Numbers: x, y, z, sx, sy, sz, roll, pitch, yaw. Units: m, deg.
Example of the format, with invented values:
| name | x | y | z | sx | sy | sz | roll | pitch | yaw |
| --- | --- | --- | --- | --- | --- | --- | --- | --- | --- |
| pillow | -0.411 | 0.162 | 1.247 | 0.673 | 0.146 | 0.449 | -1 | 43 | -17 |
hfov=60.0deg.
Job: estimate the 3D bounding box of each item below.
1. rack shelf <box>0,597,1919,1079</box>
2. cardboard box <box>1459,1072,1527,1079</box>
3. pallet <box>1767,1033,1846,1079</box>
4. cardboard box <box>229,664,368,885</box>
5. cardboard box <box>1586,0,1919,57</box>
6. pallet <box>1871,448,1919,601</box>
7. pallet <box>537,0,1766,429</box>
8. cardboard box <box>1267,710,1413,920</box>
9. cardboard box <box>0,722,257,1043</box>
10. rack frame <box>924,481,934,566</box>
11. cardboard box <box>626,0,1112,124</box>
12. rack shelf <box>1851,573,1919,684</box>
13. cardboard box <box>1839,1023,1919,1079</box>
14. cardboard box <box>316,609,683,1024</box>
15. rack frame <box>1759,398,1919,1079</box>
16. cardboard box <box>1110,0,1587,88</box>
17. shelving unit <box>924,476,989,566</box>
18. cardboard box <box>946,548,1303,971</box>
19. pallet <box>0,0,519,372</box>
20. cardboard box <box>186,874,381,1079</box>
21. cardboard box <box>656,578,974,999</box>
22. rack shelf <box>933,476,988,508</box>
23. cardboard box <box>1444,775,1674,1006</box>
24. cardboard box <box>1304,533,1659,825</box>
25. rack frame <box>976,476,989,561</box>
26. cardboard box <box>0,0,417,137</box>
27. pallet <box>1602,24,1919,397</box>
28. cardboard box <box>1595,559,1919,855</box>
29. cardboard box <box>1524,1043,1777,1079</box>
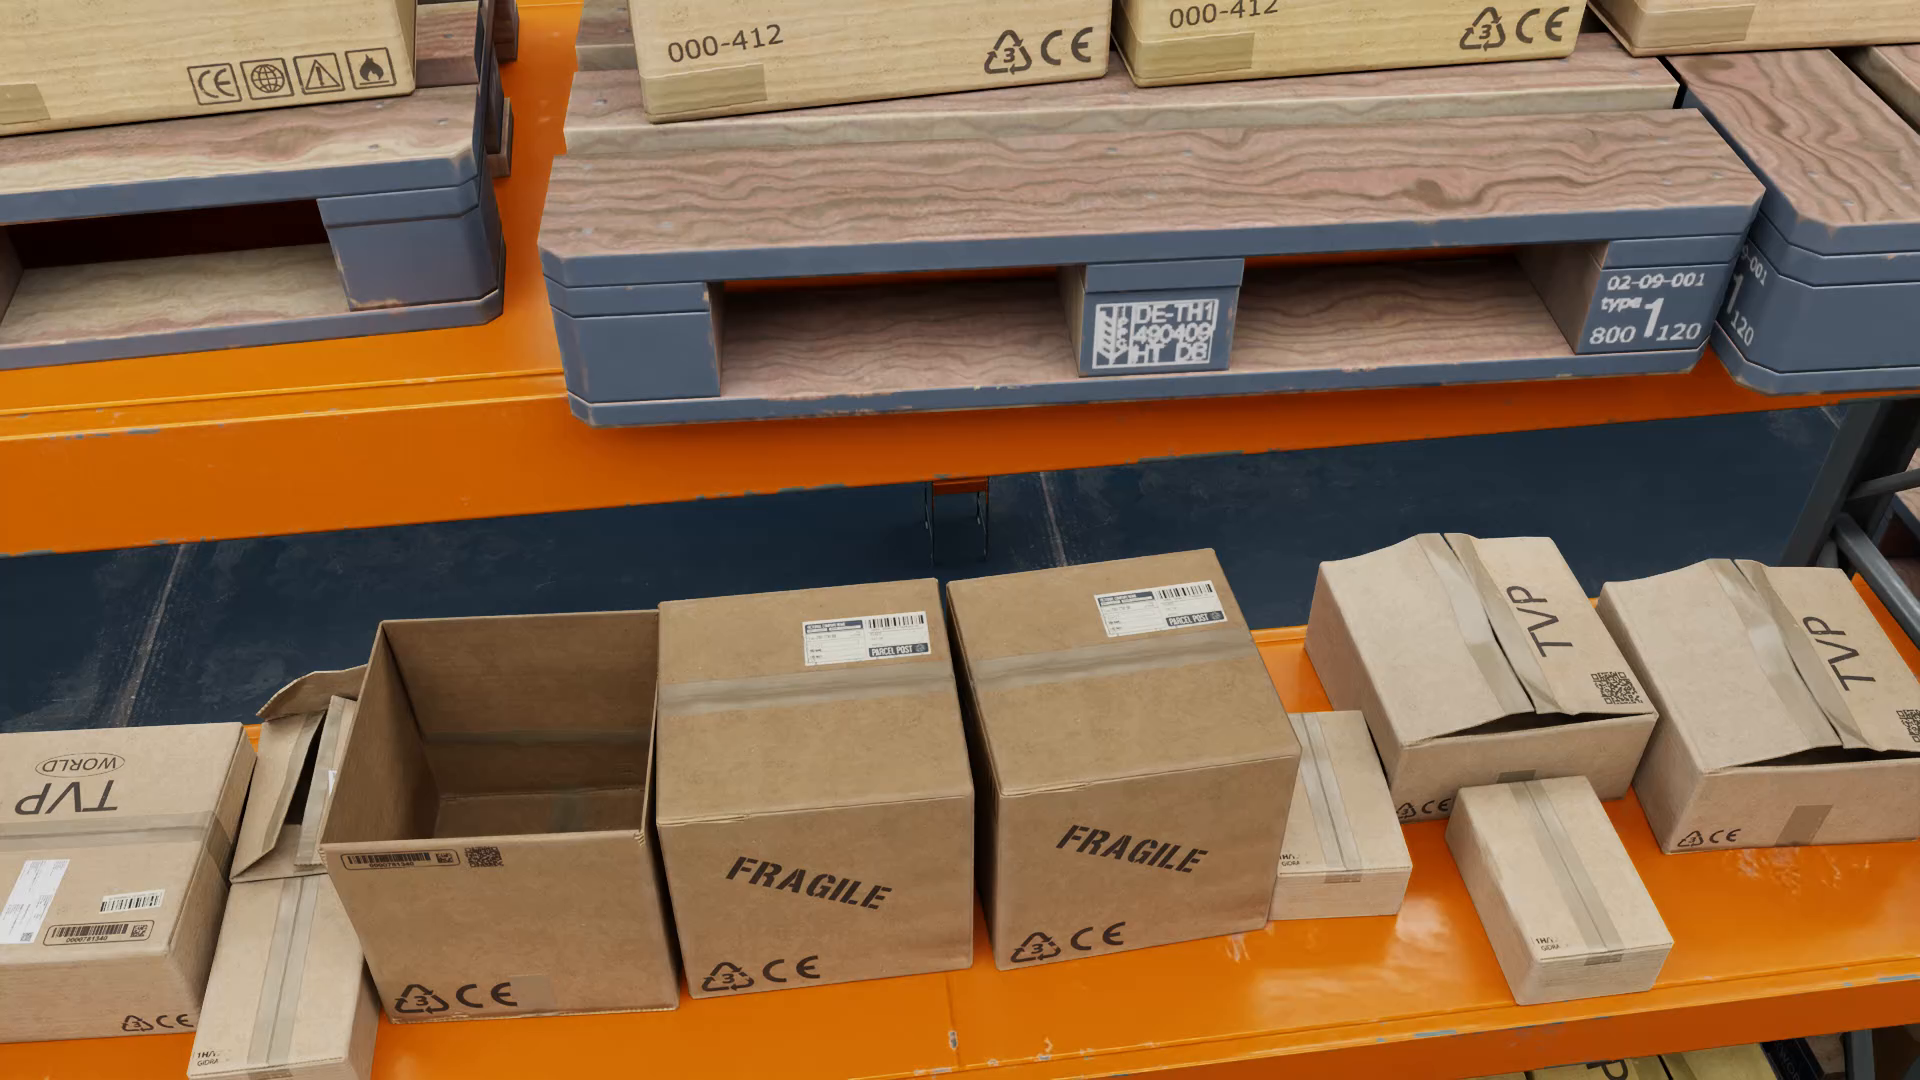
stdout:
| name | x | y | z | sx | sy | sz | roll | pitch | yaw |
| --- | --- | --- | --- | --- | --- | --- | --- | --- | --- |
| rack shelf | -0.056 | 0.711 | 3.259 | 4.000 | 0.370 | 1.077 | -5 | 42 | -6 |
| cardboard box | 0.925 | 1.186 | 3.516 | 0.500 | 0.311 | 0.500 | -6 | 42 | -6 |
| pallet | 2.672 | 1.266 | 4.189 | 1.213 | 0.211 | 1.003 | -5 | 42 | -6 |
| cardboard box | -1.191 | 0.469 | 3.090 | 0.258 | 0.266 | 0.396 | -6 | 42 | -7 |
| cardboard box | 0.967 | -0.809 | 1.967 | 0.500 | 0.250 | 0.500 | -4 | 42 | -4 |
| pallet | 2.590 | 0.236 | 3.392 | 1.003 | 0.211 | 1.213 | -5 | 42 | -6 |
| pallet | 0.157 | -0.556 | 2.028 | 1.213 | 0.211 | 1.003 | -3 | 42 | -4 |
| cardboard box | 0.670 | 0.512 | 3.130 | 0.250 | 0.149 | 0.380 | -2 | 42 | -2 |
| cardboard box | -1.556 | 0.602 | 2.955 | 0.500 | 0.250 | 0.500 | -3 | 42 | -3 |
| rack frame | -0.105 | -0.436 | 5.338 | 0.006 | 1.200 | 0.240 | -5 | 42 | -6 |
| cardboard box | -0.135 | -0.722 | 1.869 | 0.500 | 0.250 | 0.500 | -8 | 43 | -9 |
| rack shelf | 3.910 | 0.364 | 3.644 | 4.000 | 0.370 | 1.077 | -5 | 42 | -6 |
| cardboard box | 2.416 | 1.186 | 3.734 | 0.500 | 0.500 | 0.500 | -3 | 42 | -4 |
| cardboard box | -0.753 | 0.479 | 2.905 | 0.500 | 0.500 | 0.500 | -2 | 42 | -2 |
| rack frame | 1.927 | 0.271 | 3.211 | 0.127 | 3.000 | 1.000 | -5 | 42 | -6 |
| cardboard box | 0.399 | -0.767 | 1.920 | 0.500 | 0.250 | 0.500 | -6 | 42 | -6 |
| shelving unit | -0.014 | -0.444 | 5.347 | 0.189 | 1.200 | 0.258 | -5 | 42 | -6 |
| cardboard box | 0.266 | 0.390 | 3.004 | 0.500 | 0.500 | 0.500 | -7 | 43 | -8 |
| pallet | -1.166 | -0.510 | 1.979 | 1.217 | 0.209 | 0.805 | -7 | 42 | -7 |
| cardboard box | -1.134 | 0.770 | 2.844 | 0.250 | 0.149 | 0.380 | -5 | 42 | -6 |
| cardboard box | -0.256 | 0.436 | 2.953 | 0.500 | 0.500 | 0.500 | -5 | 42 | -5 |
| rack shelf | -0.014 | -0.233 | 5.537 | 0.180 | 0.103 | 0.258 | -5 | 42 | -6 |
| cardboard box | 1.071 | 0.625 | 3.005 | 0.250 | 0.149 | 0.380 | -5 | 42 | -6 |
| cardboard box | 1.015 | 0.253 | 3.297 | 0.500 | 0.311 | 0.500 | -5 | 42 | -6 |
| rack frame | 0.076 | -0.452 | 5.356 | 0.006 | 1.200 | 0.240 | -5 | 42 | -6 |
| cardboard box | -0.883 | -0.693 | 1.838 | 0.500 | 0.250 | 0.500 | -9 | 43 | -10 |
| pallet | 1.266 | -0.655 | 2.138 | 1.003 | 0.211 | 1.213 | -3 | 42 | -4 |
| cardboard box | 1.561 | 0.306 | 3.238 | 0.500 | 0.311 | 0.500 | -3 | 42 | -3 |
| cardboard box | 1.440 | 1.136 | 3.571 | 0.500 | 0.311 | 0.500 | -4 | 42 | -4 |
